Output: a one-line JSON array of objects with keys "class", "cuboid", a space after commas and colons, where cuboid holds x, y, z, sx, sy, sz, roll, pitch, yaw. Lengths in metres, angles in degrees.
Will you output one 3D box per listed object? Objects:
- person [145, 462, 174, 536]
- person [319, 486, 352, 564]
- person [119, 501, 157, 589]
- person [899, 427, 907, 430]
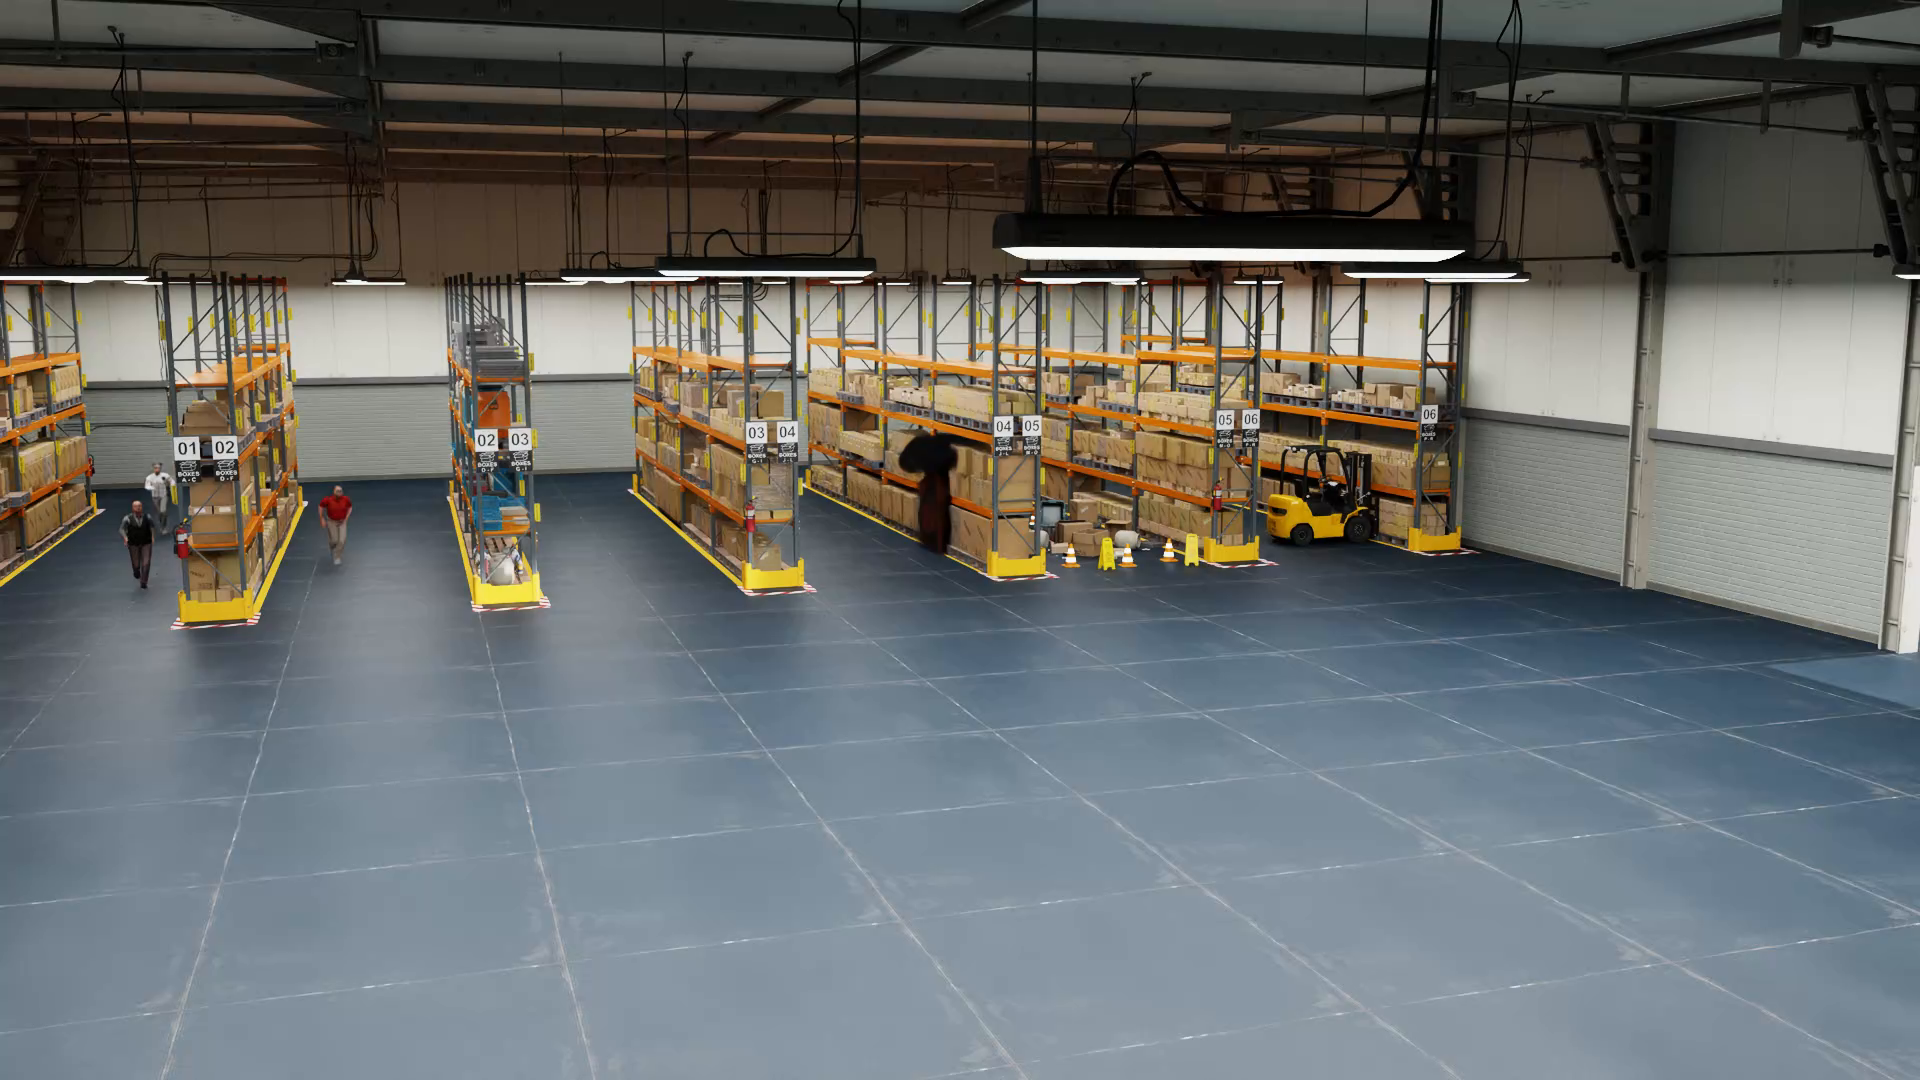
[{"class": "person", "cuboid": [-18.735, -0.969, 38.941, 0.553, 1.732, 0.813, -2, 9, -12]}, {"class": "person", "cuboid": [-13.057, -0.332, 34.829, 0.650, 1.657, 0.711, -6, 11, -37]}, {"class": "person", "cuboid": [-15.814, 0.081, 32.056, 0.670, 1.679, 0.696, -5, 10, -30]}, {"class": "person", "cuboid": [-1.595, -2.502, 49.049, 0.557, 1.663, 0.455, -8, 12, -42]}]
